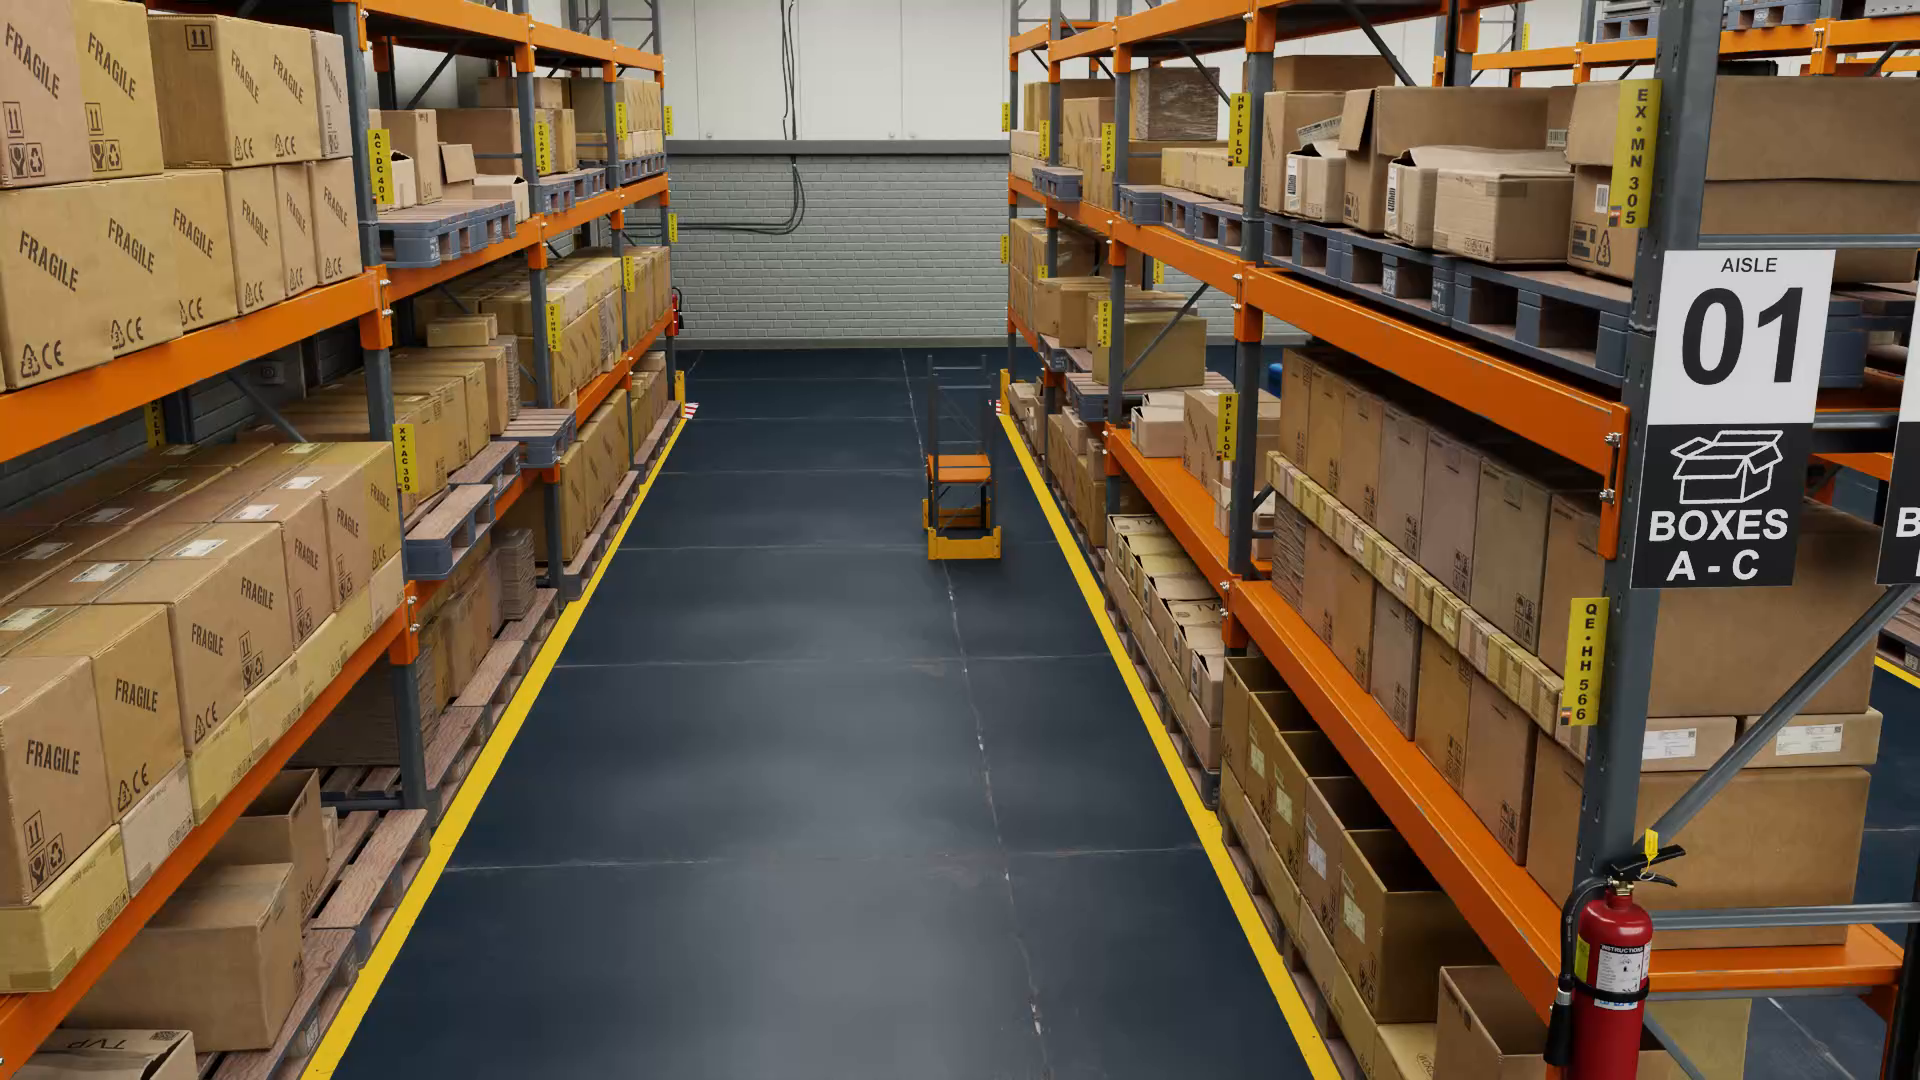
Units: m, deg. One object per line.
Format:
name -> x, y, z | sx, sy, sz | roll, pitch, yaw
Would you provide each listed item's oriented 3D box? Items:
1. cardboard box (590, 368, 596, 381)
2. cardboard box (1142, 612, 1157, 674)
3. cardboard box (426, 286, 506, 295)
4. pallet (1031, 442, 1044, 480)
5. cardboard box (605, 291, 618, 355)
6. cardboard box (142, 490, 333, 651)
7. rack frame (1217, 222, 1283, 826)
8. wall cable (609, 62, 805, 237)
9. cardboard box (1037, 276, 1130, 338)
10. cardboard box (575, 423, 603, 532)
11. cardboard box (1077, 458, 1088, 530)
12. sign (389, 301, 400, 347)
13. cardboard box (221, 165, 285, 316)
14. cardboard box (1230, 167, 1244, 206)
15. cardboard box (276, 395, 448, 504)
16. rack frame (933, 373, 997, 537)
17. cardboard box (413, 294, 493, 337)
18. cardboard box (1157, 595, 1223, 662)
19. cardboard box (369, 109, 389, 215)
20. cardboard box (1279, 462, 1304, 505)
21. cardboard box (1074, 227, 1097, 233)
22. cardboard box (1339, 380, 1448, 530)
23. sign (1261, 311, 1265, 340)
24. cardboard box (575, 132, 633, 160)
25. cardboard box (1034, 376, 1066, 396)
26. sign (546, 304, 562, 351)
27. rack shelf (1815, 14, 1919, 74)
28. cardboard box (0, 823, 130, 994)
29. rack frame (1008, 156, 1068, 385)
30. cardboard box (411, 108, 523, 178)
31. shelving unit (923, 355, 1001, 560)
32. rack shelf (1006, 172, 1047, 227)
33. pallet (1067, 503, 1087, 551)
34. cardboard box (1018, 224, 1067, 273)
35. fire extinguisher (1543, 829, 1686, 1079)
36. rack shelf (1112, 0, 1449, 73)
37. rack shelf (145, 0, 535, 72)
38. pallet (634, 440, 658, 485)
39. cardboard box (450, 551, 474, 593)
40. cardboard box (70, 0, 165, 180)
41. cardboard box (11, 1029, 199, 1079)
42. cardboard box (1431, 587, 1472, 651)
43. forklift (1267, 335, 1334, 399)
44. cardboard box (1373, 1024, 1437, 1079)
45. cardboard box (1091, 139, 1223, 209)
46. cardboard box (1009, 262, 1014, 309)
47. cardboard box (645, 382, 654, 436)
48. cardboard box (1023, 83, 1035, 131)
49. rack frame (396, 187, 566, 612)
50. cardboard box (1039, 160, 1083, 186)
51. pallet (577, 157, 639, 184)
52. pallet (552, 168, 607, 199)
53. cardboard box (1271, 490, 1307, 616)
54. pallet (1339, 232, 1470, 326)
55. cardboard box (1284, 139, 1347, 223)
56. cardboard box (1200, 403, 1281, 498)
cardboard box -> -3.282, -1.430, 14.029 | 0.380, 0.149, 0.250 | -1, 14, -5
cardboard box -> 1.412, 0.624, 10.258 | 0.500, 0.250, 0.500 | -1, 14, -2
cardboard box -> -3.688, -1.747, 12.453 | 0.500, 0.250, 0.500 | -1, 14, -5
pallet -> 1.282, -0.836, 16.853 | 1.003, 0.211, 1.213 | -1, 14, -3
cardboard box -> -3.299, -1.903, 14.565 | 0.500, 0.500, 0.500 | -1, 14, -3
cardboard box -> -2.730, 0.113, 6.323 | 0.500, 0.500, 0.500 | -1, 14, -5
rack frame -> 1.819, -0.026, 8.109 | 1.000, 3.000, 0.127 | -1, 14, -3
wall cable -> -3.862, -5.747, 24.535 | 3.097, 2.526, 0.112 | -1, 14, -3
cardboard box -> 1.129, -2.146, 15.306 | 0.700, 0.500, 0.500 | -6, 16, -22
cardboard box -> -3.335, -0.509, 13.456 | 0.750, 0.750, 0.750 | -1, 14, -4
cardboard box -> 1.247, -0.381, 13.622 | 0.500, 0.500, 0.500 | -1, 14, -5
sign -> -3.927, -1.495, 11.494 | 0.100, 0.325, 0.005 | -1, 14, -3
cardboard box -> -2.756, -1.075, 5.923 | 0.500, 0.500, 0.500 | -1, 15, -6
cardboard box -> 1.753, -1.900, 8.828 | 0.500, 0.250, 0.500 | -2, 15, -9
cardboard box -> -3.150, -0.477, 8.775 | 0.700, 0.500, 0.500 | 1, 14, 2
rack frame -> 0.037, -0.579, 13.266 | 0.500, 1.500, 0.032 | -1, 14, -3
cardboard box -> -3.660, -1.618, 11.952 | 0.500, 0.250, 0.500 | 0, 14, -2
cardboard box -> 1.441, 0.481, 9.689 | 0.500, 0.311, 0.500 | -1, 14, -4
cardboard box -> -3.079, -1.791, 7.903 | 0.500, 0.500, 0.500 | 1, 14, 5
cardboard box -> 1.658, -0.257, 7.502 | 0.380, 0.149, 0.250 | -1, 14, -3
cardboard box -> 1.478, -3.055, 17.672 | 0.500, 0.500, 0.500 | 0, 14, -2
cardboard box -> 1.916, -0.343, 6.534 | 0.700, 0.500, 0.500 | -1, 14, -3
sign -> 2.125, -1.591, 11.867 | 0.100, 0.325, 0.005 | -1, 14, -3
cardboard box -> -3.400, -3.746, 15.805 | 0.500, 0.250, 0.500 | -1, 14, -4
cardboard box -> 1.202, -1.487, 17.914 | 0.797, 0.503, 0.637 | -1, 14, -3
sign -> -2.832, -1.477, 11.582 | 0.100, 0.325, 0.005 | -1, 14, -3
rack shelf -> 6.639, -2.963, 9.728 | 1.077, 0.370, 4.000 | -1, 14, -3
cardboard box -> -2.591, 0.983, 4.449 | 0.500, 0.250, 0.500 | -1, 14, -5
rack frame -> 1.075, -3.011, 19.708 | 1.000, 3.000, 0.127 | -1, 14, -3
cardboard box -> -3.460, -2.775, 11.690 | 0.700, 0.500, 0.500 | -2, 15, -8
shelving unit -> 0.005, -0.707, 13.766 | 0.587, 1.500, 1.083 | -1, 14, -3
rack shelf -> 1.199, -3.618, 17.491 | 1.077, 0.370, 4.000 | -1, 14, -3
pallet -> 1.490, -0.160, 14.223 | 1.003, 0.211, 1.213 | -1, 14, -3
cardboard box -> 0.906, -3.175, 18.138 | 0.500, 0.500, 0.500 | -1, 14, -3
fire extinguisher -> 1.610, 1.043, 4.110 | 0.296, 0.674, 0.183 | -1, 14, -3
rack shelf -> 1.695, -2.887, 9.434 | 1.077, 0.370, 4.000 | -1, 14, -3
rack shelf -> -3.249, -2.810, 9.133 | 1.077, 0.370, 4.000 | -1, 14, -3
pallet -> -3.590, -0.778, 16.628 | 1.003, 0.211, 1.213 | -1, 14, -3
cardboard box -> -3.267, 0.139, 10.093 | 0.500, 0.250, 0.500 | -1, 14, -4
cardboard box -> -2.682, -1.302, 4.798 | 0.500, 0.500, 0.500 | 0, 14, -2
cardboard box -> -2.866, 1.820, 5.447 | 0.500, 0.311, 0.500 | 0, 14, 1
cardboard box -> 1.789, 0.257, 5.504 | 0.380, 0.149, 0.250 | 0, 14, -2
forklift -> 3.915, -1.815, 15.198 | 1.130, 2.935, 3.031 | -4, 15, -14
cardboard box -> 1.696, 1.844, 5.516 | 0.500, 0.250, 0.500 | -1, 14, -3
cardboard box -> 1.479, -2.757, 12.502 | 0.910, 0.500, 0.500 | -1, 14, -3
cardboard box -> 0.840, -2.945, 19.251 | 0.500, 0.500, 0.500 | -1, 14, -2
cardboard box -> -3.622, -1.372, 17.511 | 0.700, 0.500, 0.500 | -1, 14, -2
cardboard box -> 1.070, -4.743, 18.213 | 0.700, 0.500, 0.500 | -1, 14, -3
rack frame -> -3.373, -0.944, 11.674 | 1.000, 3.000, 0.127 | -1, 14, -3
cardboard box -> 1.028, -3.513, 15.941 | 0.500, 0.250, 0.500 | -1, 14, -3
pallet -> -3.661, -3.552, 15.970 | 1.003, 0.211, 1.213 | -1, 14, -3
pallet -> -3.515, -3.071, 14.308 | 0.805, 0.209, 1.217 | -1, 15, -6
cardboard box -> 1.853, 0.036, 7.668 | 0.700, 0.500, 0.500 | -1, 14, -5
pallet -> 1.970, -0.922, 5.747 | 1.003, 0.211, 1.213 | -1, 14, -3
cardboard box -> 1.620, -1.443, 6.652 | 0.500, 0.311, 0.500 | -2, 15, -7
cardboard box -> 1.724, -0.522, 9.833 | 0.500, 0.500, 0.500 | -1, 14, -3
